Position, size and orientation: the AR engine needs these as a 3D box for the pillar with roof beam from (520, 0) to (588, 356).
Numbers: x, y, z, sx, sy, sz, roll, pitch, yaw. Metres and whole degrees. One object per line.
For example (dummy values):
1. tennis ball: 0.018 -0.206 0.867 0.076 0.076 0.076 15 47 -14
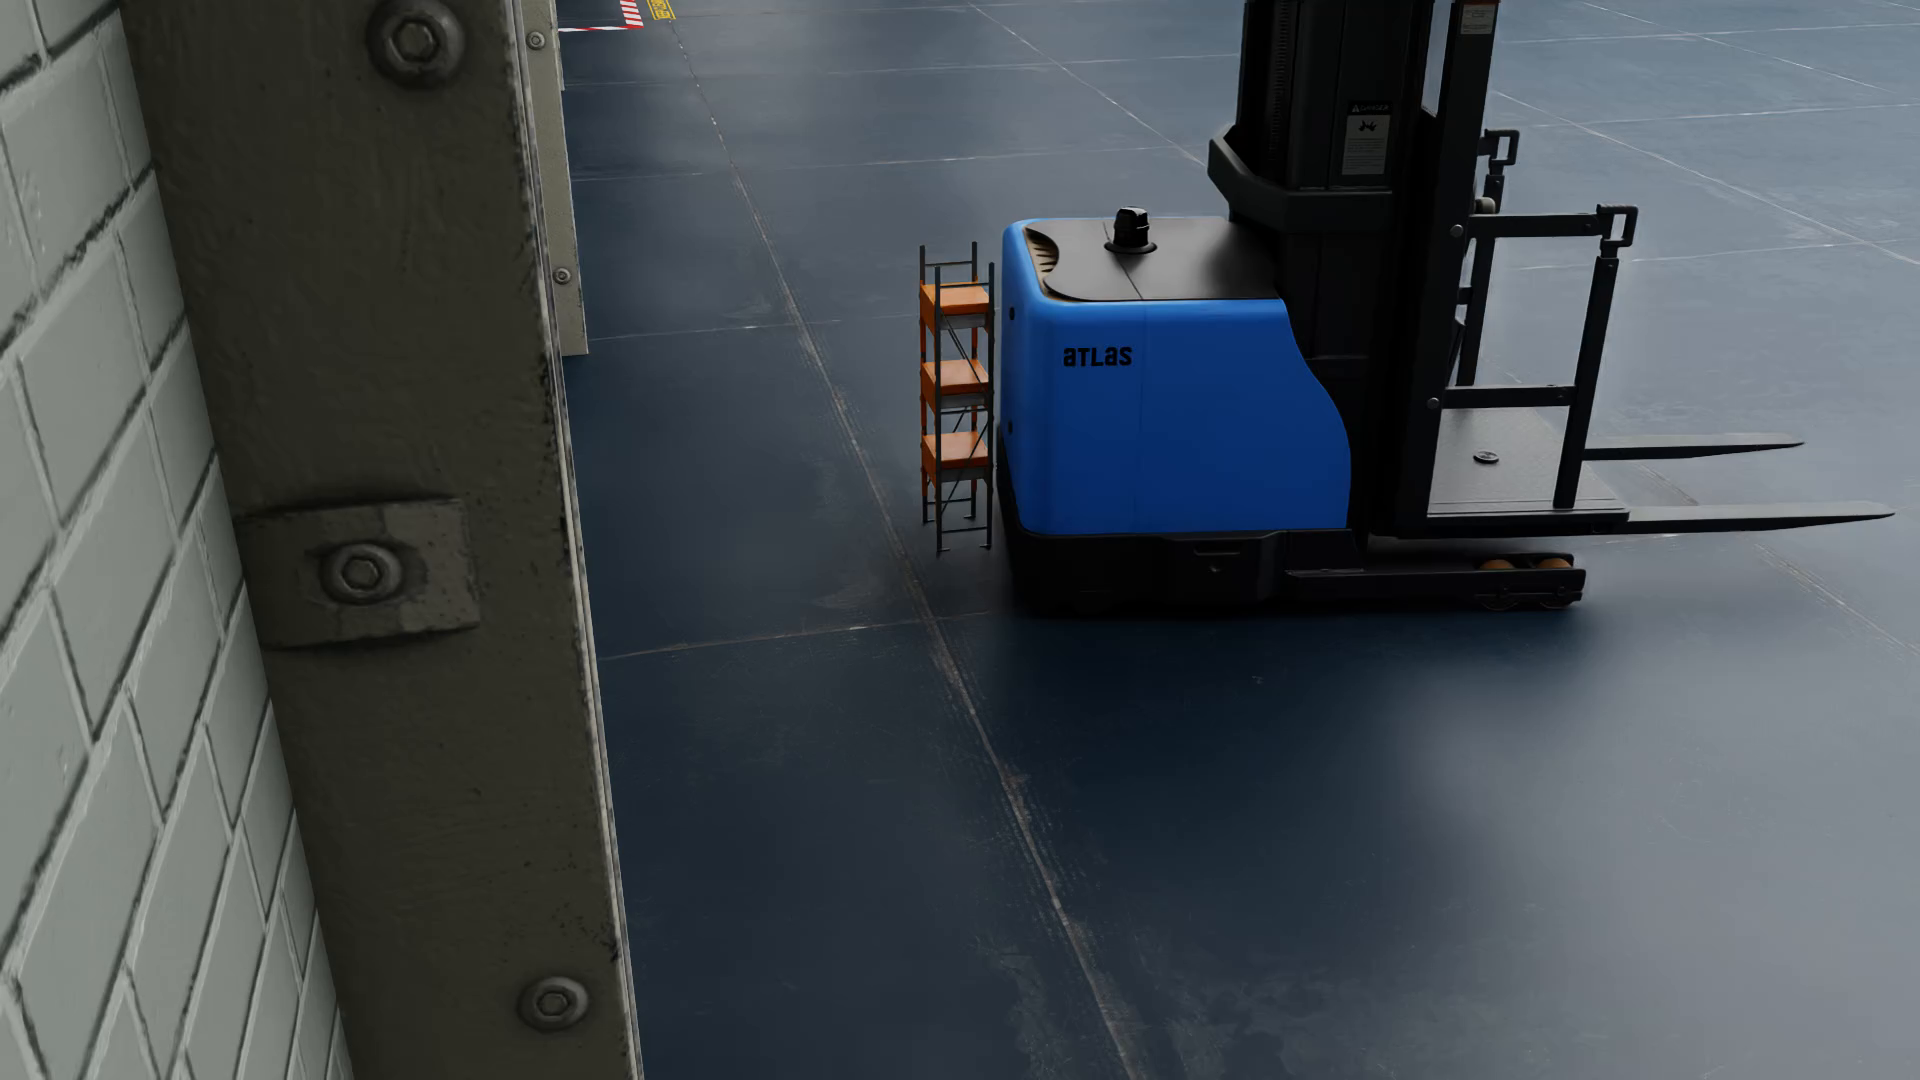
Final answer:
1. pillar with roof beam: 2.273 -5.390 6.697 9.100 9.000 0.400 -6 27 -12

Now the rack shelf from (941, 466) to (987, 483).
1. rack shelf: -0.012 -0.279 5.923 0.166 0.050 0.221 -6 27 -12

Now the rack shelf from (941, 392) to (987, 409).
1. rack shelf: -0.012 -0.527 5.798 0.166 0.050 0.221 -6 27 -12

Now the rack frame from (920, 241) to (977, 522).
1. rack frame: -0.040 -0.546 5.922 0.200 1.050 0.008 -6 27 -12

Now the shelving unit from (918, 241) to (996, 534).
1. shelving unit: -0.012 -0.493 5.817 0.215 1.050 0.249 -6 27 -12

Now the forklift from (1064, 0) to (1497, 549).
1. forklift: 10.749 -11.913 26.107 23.890 3.159 46.598 -2 27 -3

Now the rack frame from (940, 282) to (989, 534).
1. rack frame: 0.016 -0.439 5.710 0.190 0.915 0.003 -6 27 -12

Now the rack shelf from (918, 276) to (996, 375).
1. rack shelf: -0.012 -0.736 5.693 0.215 0.259 0.240 -6 27 -12
